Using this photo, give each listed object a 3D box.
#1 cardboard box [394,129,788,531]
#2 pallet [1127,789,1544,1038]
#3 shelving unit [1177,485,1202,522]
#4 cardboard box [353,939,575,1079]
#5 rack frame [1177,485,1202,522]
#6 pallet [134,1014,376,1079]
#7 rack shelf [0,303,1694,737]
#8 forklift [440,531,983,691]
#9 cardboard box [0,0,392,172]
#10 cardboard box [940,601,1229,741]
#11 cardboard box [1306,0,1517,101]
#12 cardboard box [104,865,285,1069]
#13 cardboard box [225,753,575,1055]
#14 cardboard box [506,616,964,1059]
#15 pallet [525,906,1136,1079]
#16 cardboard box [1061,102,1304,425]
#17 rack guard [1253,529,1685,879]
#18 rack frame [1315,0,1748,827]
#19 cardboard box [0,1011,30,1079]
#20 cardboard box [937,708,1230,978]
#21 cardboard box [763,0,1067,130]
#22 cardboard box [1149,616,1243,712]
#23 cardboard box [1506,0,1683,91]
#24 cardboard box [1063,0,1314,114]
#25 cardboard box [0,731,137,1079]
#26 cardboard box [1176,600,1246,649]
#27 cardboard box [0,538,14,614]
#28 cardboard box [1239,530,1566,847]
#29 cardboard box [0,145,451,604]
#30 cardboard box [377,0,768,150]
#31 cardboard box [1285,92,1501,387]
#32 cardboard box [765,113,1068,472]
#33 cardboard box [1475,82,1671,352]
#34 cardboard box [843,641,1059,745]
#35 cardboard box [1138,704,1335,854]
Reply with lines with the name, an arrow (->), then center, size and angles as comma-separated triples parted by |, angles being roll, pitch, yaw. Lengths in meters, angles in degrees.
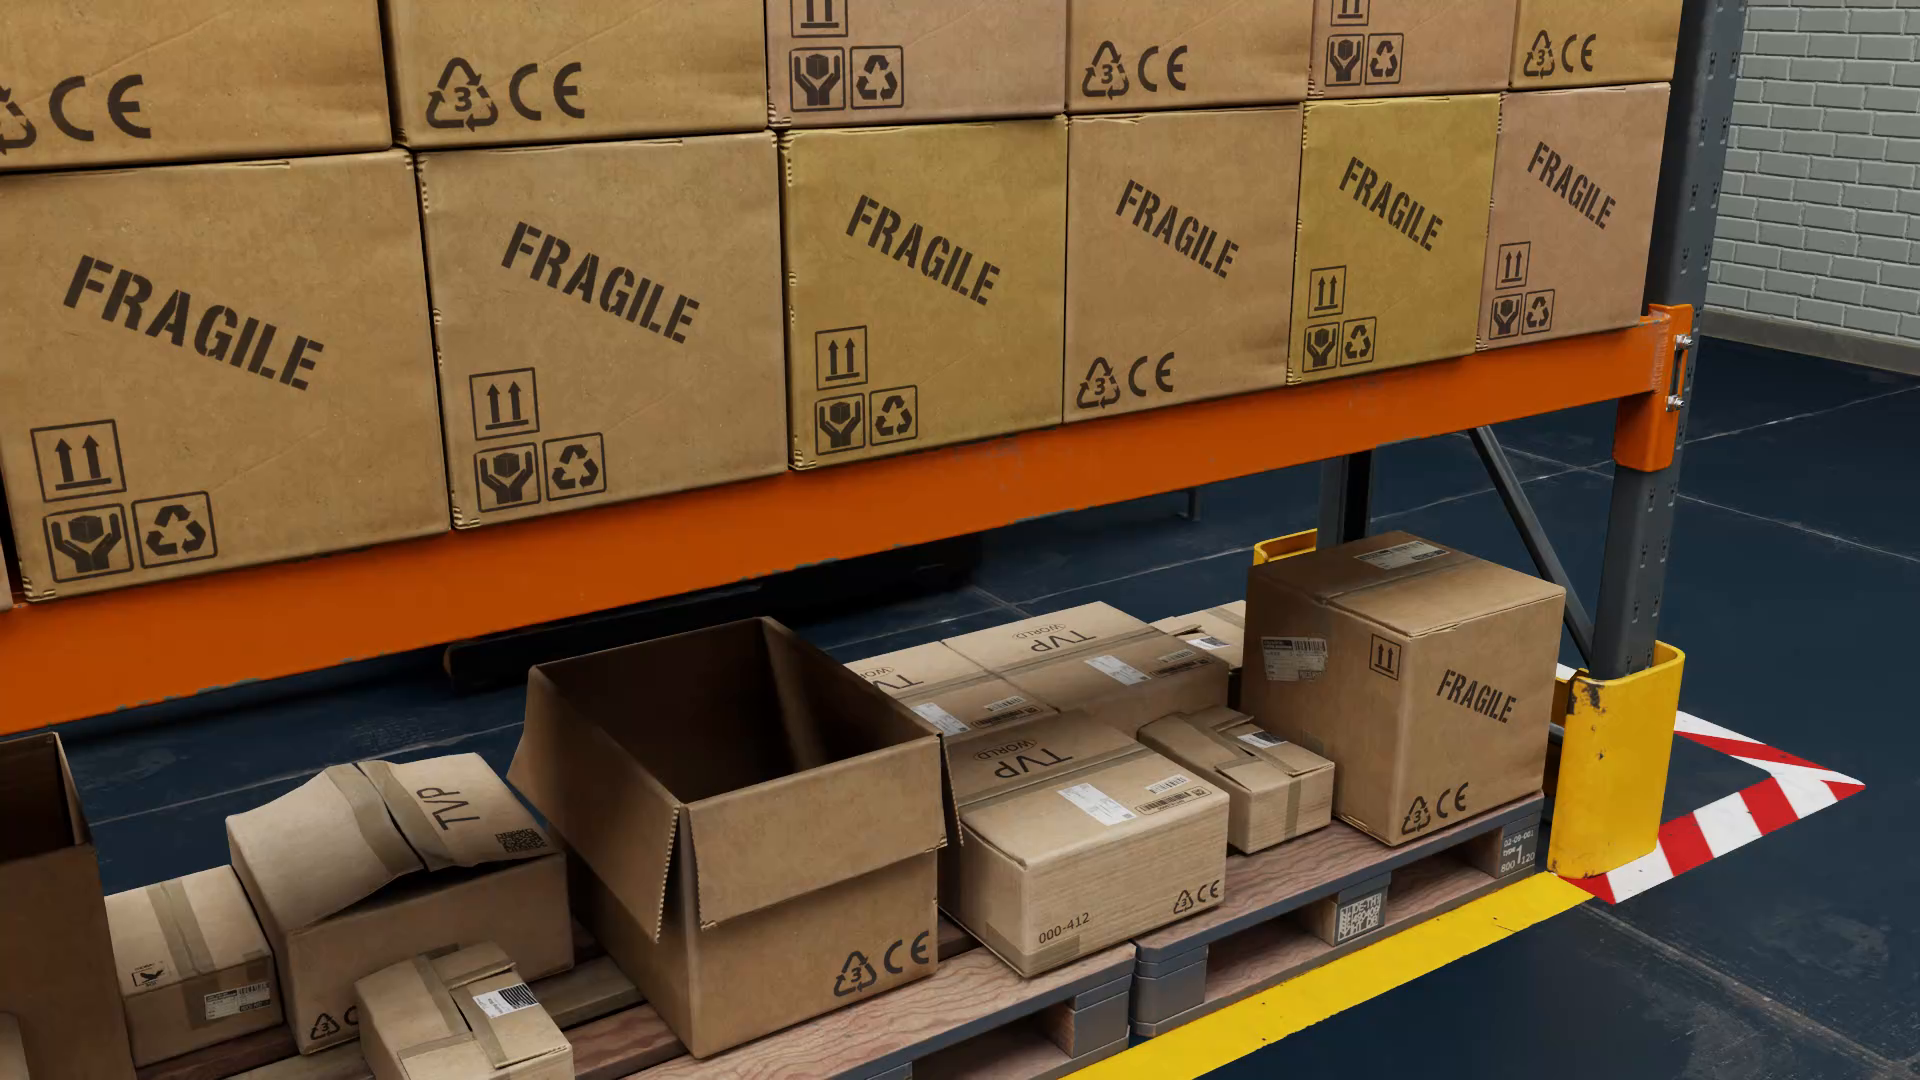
cardboard box -> -0.599, -0.356, 2.459 | 0.500, 0.500, 0.500 | -12, 22, -32
pallet -> 0.593, 0.657, 3.972 | 1.213, 0.211, 1.003 | -12, 22, -31
shelving unit -> 0.357, -0.768, 6.175 | 1.048, 1.500, 0.538 | -11, 21, -29
cardboard box -> -0.833, 0.849, 2.786 | 0.250, 0.166, 0.380 | -12, 22, -31
rack frame -> 0.795, -0.850, 6.419 | 0.032, 1.500, 0.500 | -11, 21, -29
pallet -> -1.445, 1.087, 2.700 | 1.213, 0.211, 1.003 | -12, 22, -31
rack shelf -> -0.349, -0.125, 3.054 | 4.000, 0.370, 1.077 | -12, 22, -31
forklift -> -1.453, -1.134, 5.024 | 3.031, 2.935, 1.130 | -11, 21, -29
cardboard box -> -1.040, -0.733, 2.013 | 0.500, 0.500, 0.500 | -13, 22, -33
cardboard box -> 0.294, 0.384, 4.031 | 0.500, 0.250, 0.500 | -12, 22, -31
cardboard box -> 0.680, -1.098, 3.091 | 0.500, 0.500, 0.500 | -11, 22, -30
cardboard box -> -1.419, 0.770, 3.047 | 0.250, 0.149, 0.380 | -12, 22, -31
cardboard box -> -1.073, 0.644, 3.169 | 0.500, 0.311, 0.500 | -12, 22, -31
cardboard box -> -0.453, 0.528, 3.209 | 0.637, 0.503, 0.797 | -12, 22, -31
pallet -> -0.425, 0.871, 3.340 | 1.213, 0.211, 1.003 | -12, 22, -31
cardboard box -> 0.246, -0.535, 2.987 | 0.500, 0.500, 0.500 | -12, 22, -31
rack guard -> 1.258, 0.380, 4.342 | 0.348, 0.500, 1.175 | -12, 22, -31
rack frame -> 1.322, -0.818, 3.981 | 0.127, 3.000, 1.000 | -12, 22, -31
cardboard box -> -1.550, 0.936, 2.304 | 0.500, 0.311, 0.500 | -12, 22, -31
cardboard box -> 0.193, 0.597, 3.401 | 0.500, 0.250, 0.500 | -12, 22, -31
cardboard box -> -0.180, -0.915, 2.550 | 0.500, 0.500, 0.500 | -11, 22, -30
cardboard box -> 0.574, 0.342, 4.288 | 0.250, 0.166, 0.380 | -12, 22, -31
cardboard box -> 1.101, -1.187, 3.355 | 0.500, 0.500, 0.500 | -12, 22, -32
cardboard box -> 0.249, -1.005, 2.817 | 0.500, 0.500, 0.500 | -11, 22, -30
cardboard box -> -1.699, 0.686, 2.748 | 0.500, 0.500, 0.500 | -12, 22, -31
cardboard box -> 0.783, 0.306, 4.421 | 0.250, 0.149, 0.380 | -12, 22, -31
cardboard box -> -1.444, -0.178, 1.931 | 0.500, 0.500, 0.500 | -11, 22, -30
cardboard box -> 1.003, 0.319, 3.832 | 0.500, 0.500, 0.500 | -12, 22, -31
cardboard box -> -1.018, -0.269, 2.200 | 0.500, 0.500, 0.500 | -11, 22, -30
cardboard box -> -0.611, -0.824, 2.280 | 0.500, 0.500, 0.500 | -13, 22, -33
cardboard box -> 0.666, -0.621, 3.243 | 0.500, 0.500, 0.500 | -12, 22, -31
cardboard box -> -0.175, -0.446, 2.725 | 0.500, 0.500, 0.500 | -12, 22, -32
cardboard box -> 1.097, -0.714, 3.516 | 0.500, 0.500, 0.500 | -11, 22, -30
cardboard box -> -0.124, 0.472, 3.771 | 0.500, 0.250, 0.500 | -12, 22, -31
cardboard box -> 0.615, 0.525, 3.746 | 0.250, 0.166, 0.380 | -12, 22, -31
